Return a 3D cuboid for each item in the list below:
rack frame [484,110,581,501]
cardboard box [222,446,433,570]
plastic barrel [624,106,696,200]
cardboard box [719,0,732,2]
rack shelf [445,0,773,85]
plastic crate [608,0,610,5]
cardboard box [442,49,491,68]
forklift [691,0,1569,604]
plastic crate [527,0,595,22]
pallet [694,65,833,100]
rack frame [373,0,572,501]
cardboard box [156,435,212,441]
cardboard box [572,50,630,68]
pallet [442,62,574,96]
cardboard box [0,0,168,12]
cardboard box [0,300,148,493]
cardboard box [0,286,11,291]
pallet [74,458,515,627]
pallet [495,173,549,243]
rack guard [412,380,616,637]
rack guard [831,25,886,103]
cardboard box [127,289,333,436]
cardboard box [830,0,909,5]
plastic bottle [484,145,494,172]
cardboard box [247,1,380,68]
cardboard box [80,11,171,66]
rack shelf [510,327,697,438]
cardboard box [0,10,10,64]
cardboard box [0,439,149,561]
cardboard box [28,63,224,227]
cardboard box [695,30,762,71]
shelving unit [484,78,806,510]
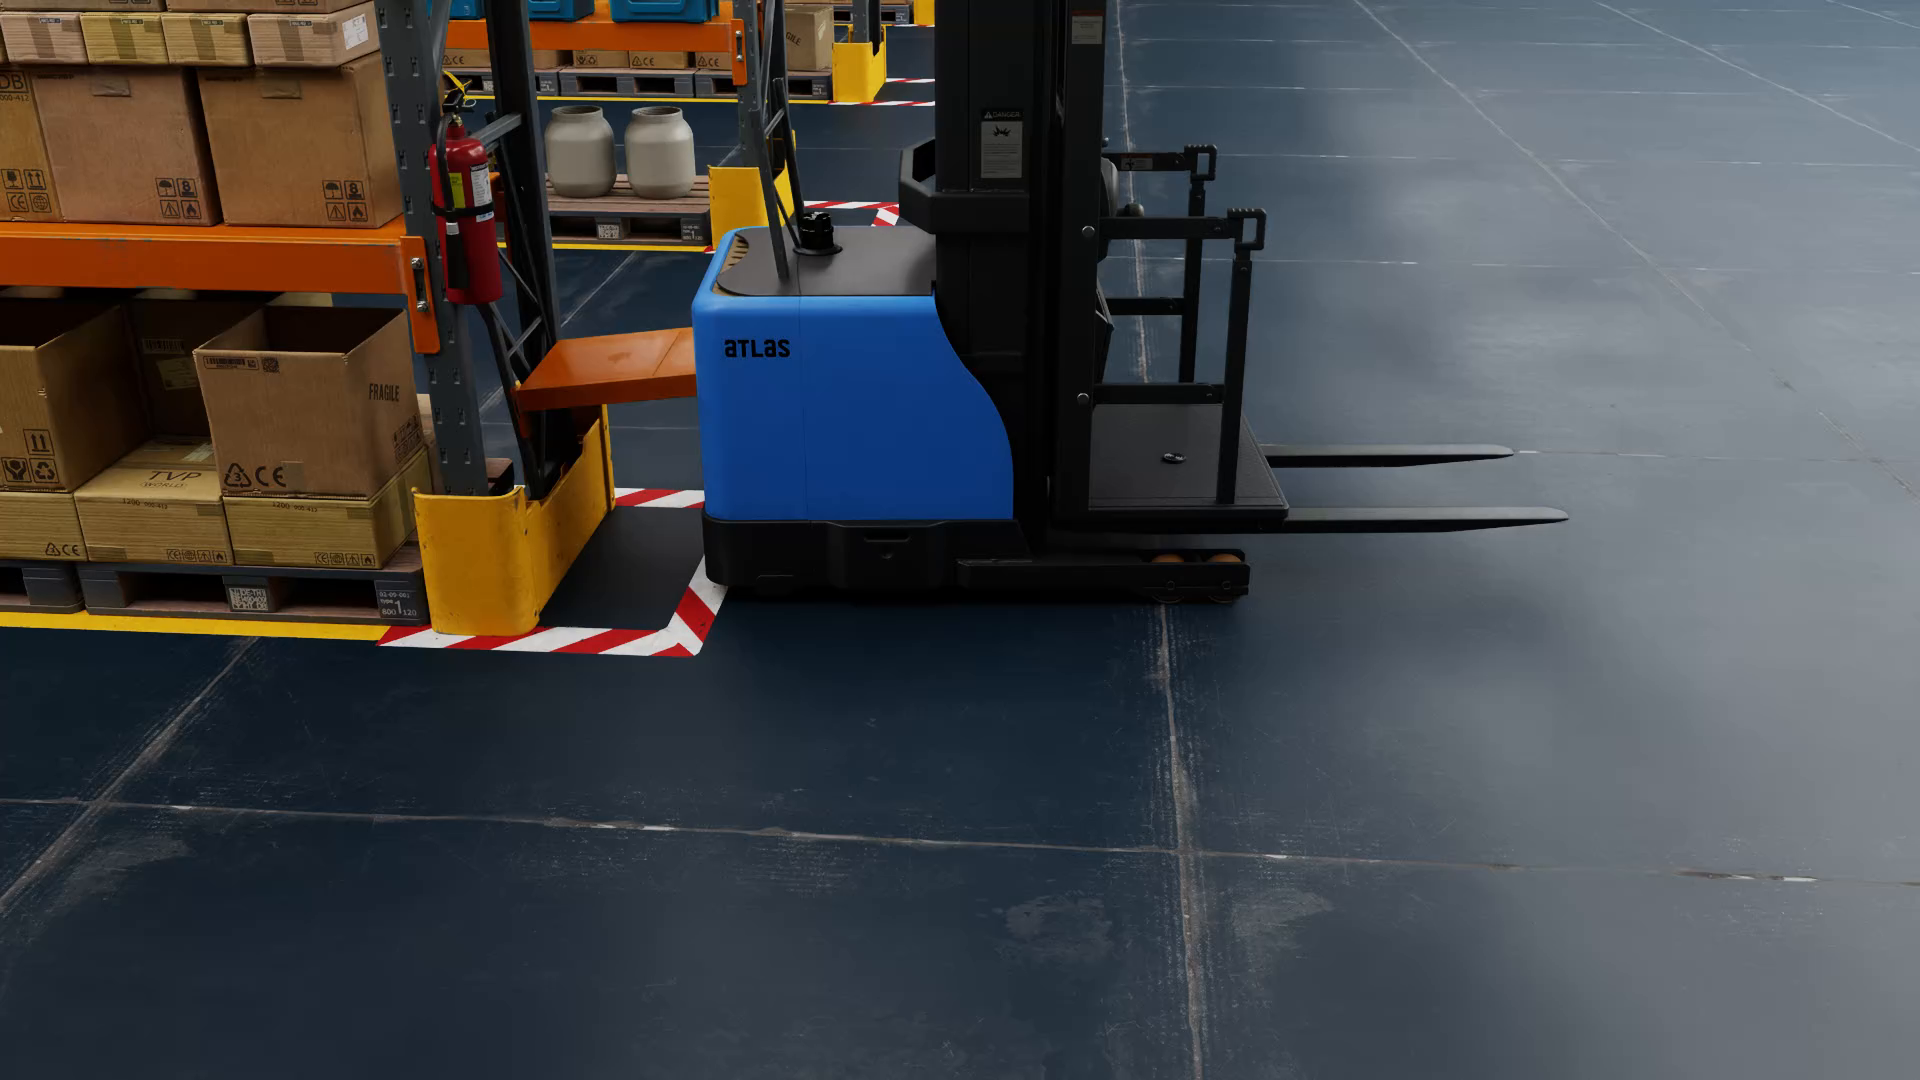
[{"bbox_3d":[-1.548,-0.712,5.888,0.032,1.500,0.500,-5,26,7],"label":"rack frame"},{"bbox_3d":[-2.141,-0.125,5.681,0.500,0.250,0.500,2,25,4],"label":"cardboard box"},{"bbox_3d":[-1.863,-2.403,10.320,0.421,0.512,0.421,0,25,0],"label":"plastic barrel"},{"bbox_3d":[-2.809,-6.759,19.351,0.875,0.875,0.875,2,25,4],"label":"cardboard box"},{"bbox_3d":[-3.195,-3.091,10.201,4.000,0.370,1.077,2,25,4],"label":"rack shelf"},{"bbox_3d":[-2.069,-3.396,10.320,0.250,0.136,0.298,2,25,4],"label":"plastic crate"},{"bbox_3d":[-4.415,-4.571,15.046,0.500,0.500,0.500,1,25,2],"label":"cardboard box"},{"bbox_3d":[0.624,-1.335,5.608,3.031,2.935,1.130,0,25,-1],"label":"forklift"},{"bbox_3d":[-2.370,-3.200,9.756,0.408,0.251,0.499,2,25,4],"label":"plastic crate"},{"bbox_3d":[-1.705,-4.194,15.074,1.213,0.211,1.003,2,25,4],"label":"pallet"},{"bbox_3d":[-1.584,-1.289,5.425,0.127,3.000,1.000,2,25,4],"label":"rack frame"},{"bbox_3d":[-2.601,-0.355,6.182,0.500,0.250,0.500,2,25,4],"label":"cardboard box"},{"bbox_3d":[-3.218,-4.569,15.041,0.500,0.500,0.500,0,25,-1],"label":"cardboard box"},{"bbox_3d":[-4.138,-4.272,15.244,1.213,0.211,1.003,2,25,4],"label":"pallet"},{"bbox_3d":[-2.626,-1.960,5.212,0.500,0.500,0.700,1,25,3],"label":"cardboard box"},{"bbox_3d":[-3.140,-0.490,5.579,0.500,0.500,0.500,2,25,4],"label":"cardboard box"},{"bbox_3d":[-3.597,-0.730,6.101,0.500,0.500,0.500,2,25,4],"label":"cardboard box"},{"bbox_3d":[-2.350,-0.029,6.023,1.213,0.211,1.003,2,25,4],"label":"pallet"},{"bbox_3d":[-3.303,-2.138,10.605,1.213,0.211,1.003,2,25,4],"label":"pallet"},{"bbox_3d":[-1.560,-0.153,5.946,0.348,0.500,1.175,2,25,4],"label":"rack guard"},{"bbox_3d":[-0.898,-4.285,14.925,0.348,0.500,1.175,2,25,4],"label":"rack guard"},{"bbox_3d":[-2.600,-0.696,6.027,0.500,0.500,0.500,2,25,4],"label":"cardboard box"},{"bbox_3d":[-1.023,-6.701,19.227,0.875,0.875,0.875,2,25,4],"label":"cardboard box"},{"bbox_3d":[-3.088,-2.473,10.820,0.097,0.201,0.097,0,25,0],"label":"plastic bottle"},{"bbox_3d":[-1.980,-1.562,5.122,0.250,0.149,0.380,1,25,3],"label":"cardboard box"},{"bbox_3d":[-2.496,-1.578,5.157,0.250,0.149,0.380,1,25,3],"label":"cardboard box"},{"bbox_3d":[-1.022,-0.593,5.910,1.000,0.185,0.538,-5,26,7],"label":"rack shelf"},{"bbox_3d":[-3.008,-1.595,5.194,0.250,0.149,0.380,3,25,6],"label":"cardboard box"},{"bbox_3d":[-3.140,-0.151,5.739,0.500,0.250,0.500,2,25,4],"label":"cardboard box"},{"bbox_3d":[-2.573,-1.370,5.480,0.500,0.500,0.700,2,25,5],"label":"cardboard box"},{"bbox_3d":[-2.042,-4.505,14.901,0.500,0.500,0.500,8,26,18],"label":"cardboard box"},{"bbox_3d":[-1.053,-0.752,5.832,1.083,1.500,0.587,-5,26,7],"label":"shelving unit"}]
